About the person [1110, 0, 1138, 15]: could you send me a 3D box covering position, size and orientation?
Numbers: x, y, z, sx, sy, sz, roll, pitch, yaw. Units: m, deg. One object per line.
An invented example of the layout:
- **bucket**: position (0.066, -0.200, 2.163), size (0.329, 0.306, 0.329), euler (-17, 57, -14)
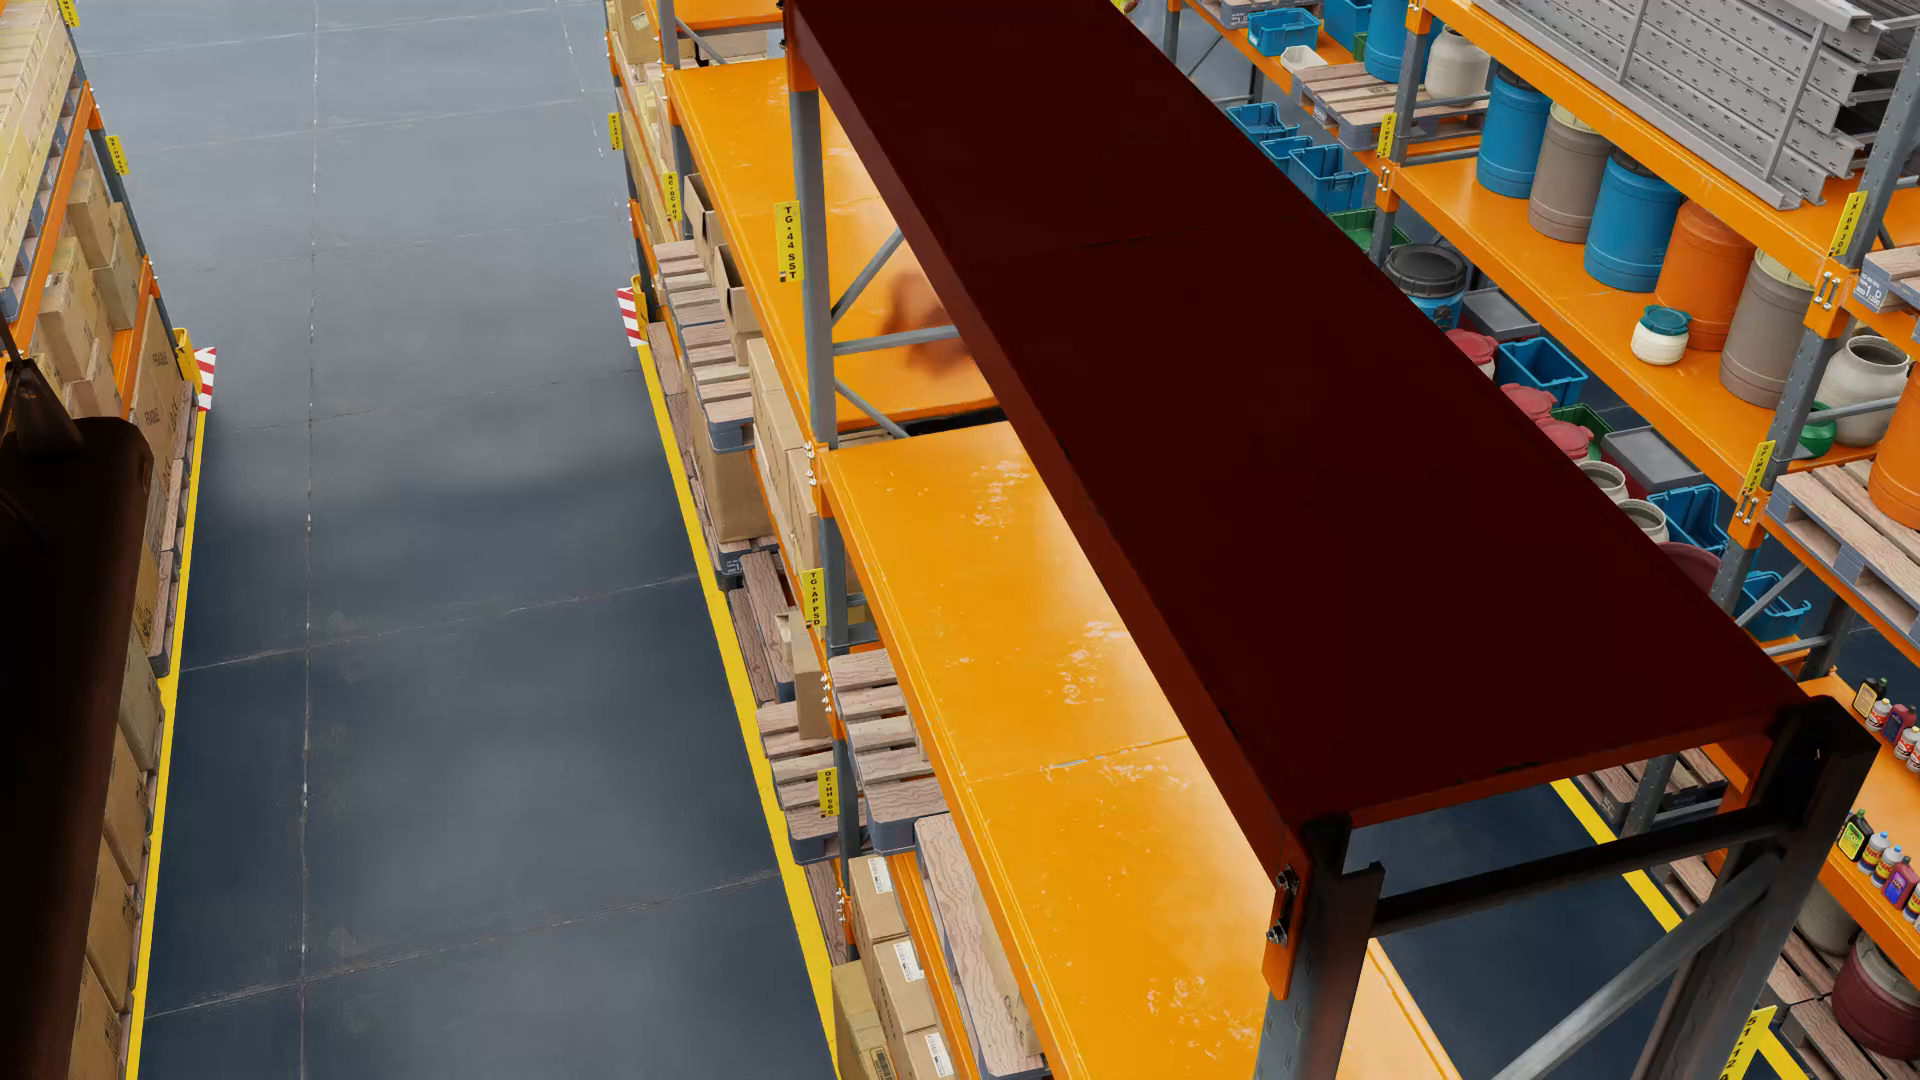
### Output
- **person**: position (1.689, -5.832, 18.770), size (0.717, 1.824, 0.674), euler (4, 39, 5)
